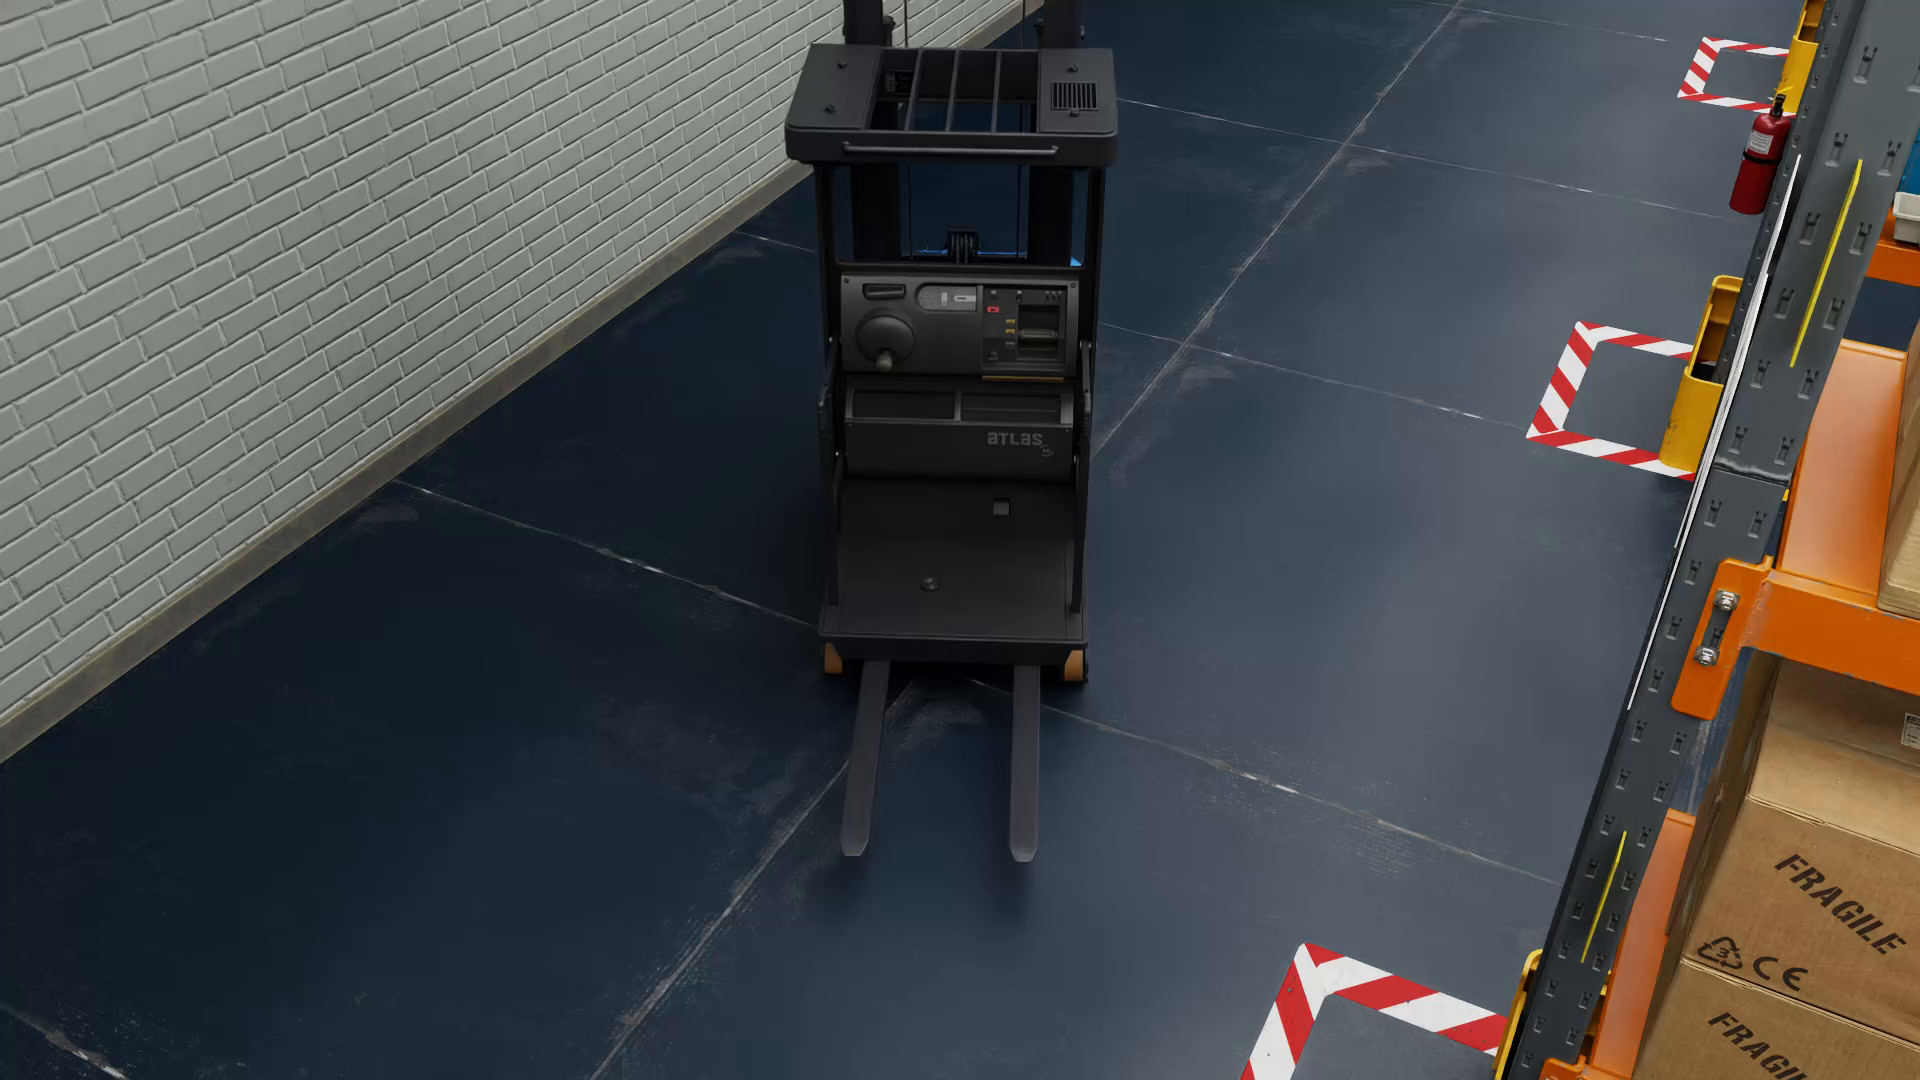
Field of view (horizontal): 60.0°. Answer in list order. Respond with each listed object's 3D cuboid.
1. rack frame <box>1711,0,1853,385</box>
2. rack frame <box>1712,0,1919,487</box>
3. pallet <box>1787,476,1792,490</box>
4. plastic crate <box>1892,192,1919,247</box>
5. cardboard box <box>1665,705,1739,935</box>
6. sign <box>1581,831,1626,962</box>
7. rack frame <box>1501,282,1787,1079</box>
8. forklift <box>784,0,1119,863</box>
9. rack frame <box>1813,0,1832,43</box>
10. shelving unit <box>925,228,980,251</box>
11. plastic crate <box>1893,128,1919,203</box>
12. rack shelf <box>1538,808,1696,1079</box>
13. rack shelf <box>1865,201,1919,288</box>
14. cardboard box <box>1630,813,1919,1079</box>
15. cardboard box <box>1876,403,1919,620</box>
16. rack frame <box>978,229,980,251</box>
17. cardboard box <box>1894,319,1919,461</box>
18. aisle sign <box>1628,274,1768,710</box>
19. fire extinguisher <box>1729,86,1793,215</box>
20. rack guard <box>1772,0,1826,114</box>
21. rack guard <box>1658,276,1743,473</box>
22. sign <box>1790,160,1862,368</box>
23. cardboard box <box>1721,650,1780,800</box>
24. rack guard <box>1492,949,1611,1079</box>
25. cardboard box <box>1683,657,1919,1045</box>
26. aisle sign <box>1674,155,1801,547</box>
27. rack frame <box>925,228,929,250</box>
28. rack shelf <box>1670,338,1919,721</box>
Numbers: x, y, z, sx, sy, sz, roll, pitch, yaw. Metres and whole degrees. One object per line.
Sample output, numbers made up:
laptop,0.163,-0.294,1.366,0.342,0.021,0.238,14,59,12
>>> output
rack frame,3.904,-1.842,7.696,0.127,3.000,1.000,17,41,21
rack frame,1.622,-1.573,2.380,0.127,3.000,1.000,17,41,21
pallet,4.618,-0.481,8.209,1.213,0.211,1.003,17,41,21
plastic crate,4.218,-1.382,7.258,0.298,0.136,0.250,17,41,21
cardboard box,2.145,0.755,4.192,0.500,0.500,0.500,19,41,23
sign,1.373,0.763,3.548,0.005,0.325,0.100,17,41,21
rack frame,1.622,0.816,4.194,0.127,3.000,1.000,17,41,21
forklift,-0.010,-0.773,6.345,1.130,2.935,3.031,2,37,2
rack frame,6.181,-4.501,11.199,0.127,3.000,1.000,17,41,21
shelving unit,-0.035,-1.017,8.220,0.252,1.050,0.215,1,37,1
plastic crate,4.287,-1.887,7.676,0.499,0.435,0.616,17,41,21
rack shelf,3.398,1.659,3.679,4.000,0.370,1.077,17,41,21
rack shelf,5.680,-0.999,7.181,4.000,0.370,1.077,17,41,21
cardboard box,1.895,1.041,3.814,0.500,0.500,0.500,18,41,22
cardboard box,1.962,-0.039,2.964,0.500,0.250,0.500,17,41,21
rack frame,0.087,-1.014,8.217,0.008,1.050,0.200,1,37,1
cardboard box,2.200,-0.317,3.330,0.500,0.250,0.500,17,41,21
aisle sign,1.427,-0.081,3.225,0.004,0.787,0.394,17,41,21
fire extinguisher,3.979,-1.949,8.209,0.183,0.674,0.296,17,41,21
rack guard,6.160,-3.512,11.964,0.348,0.500,1.175,17,41,21
rack guard,3.876,-0.846,8.451,0.348,0.500,1.175,17,41,21
sign,1.373,-0.435,2.639,0.005,0.325,0.100,17,41,21
cardboard box,2.144,0.354,3.893,0.500,0.500,0.500,17,40,21
rack guard,1.690,1.833,4.922,0.348,0.500,1.175,17,41,21
cardboard box,1.895,0.643,3.512,0.500,0.500,0.500,19,41,23
aisle sign,1.703,-0.403,3.649,0.004,0.787,0.394,17,41,21
rack frame,-0.157,-1.019,8.223,0.008,1.050,0.200,1,37,1
rack shelf,3.398,0.464,2.772,4.000,0.370,1.077,17,41,21
